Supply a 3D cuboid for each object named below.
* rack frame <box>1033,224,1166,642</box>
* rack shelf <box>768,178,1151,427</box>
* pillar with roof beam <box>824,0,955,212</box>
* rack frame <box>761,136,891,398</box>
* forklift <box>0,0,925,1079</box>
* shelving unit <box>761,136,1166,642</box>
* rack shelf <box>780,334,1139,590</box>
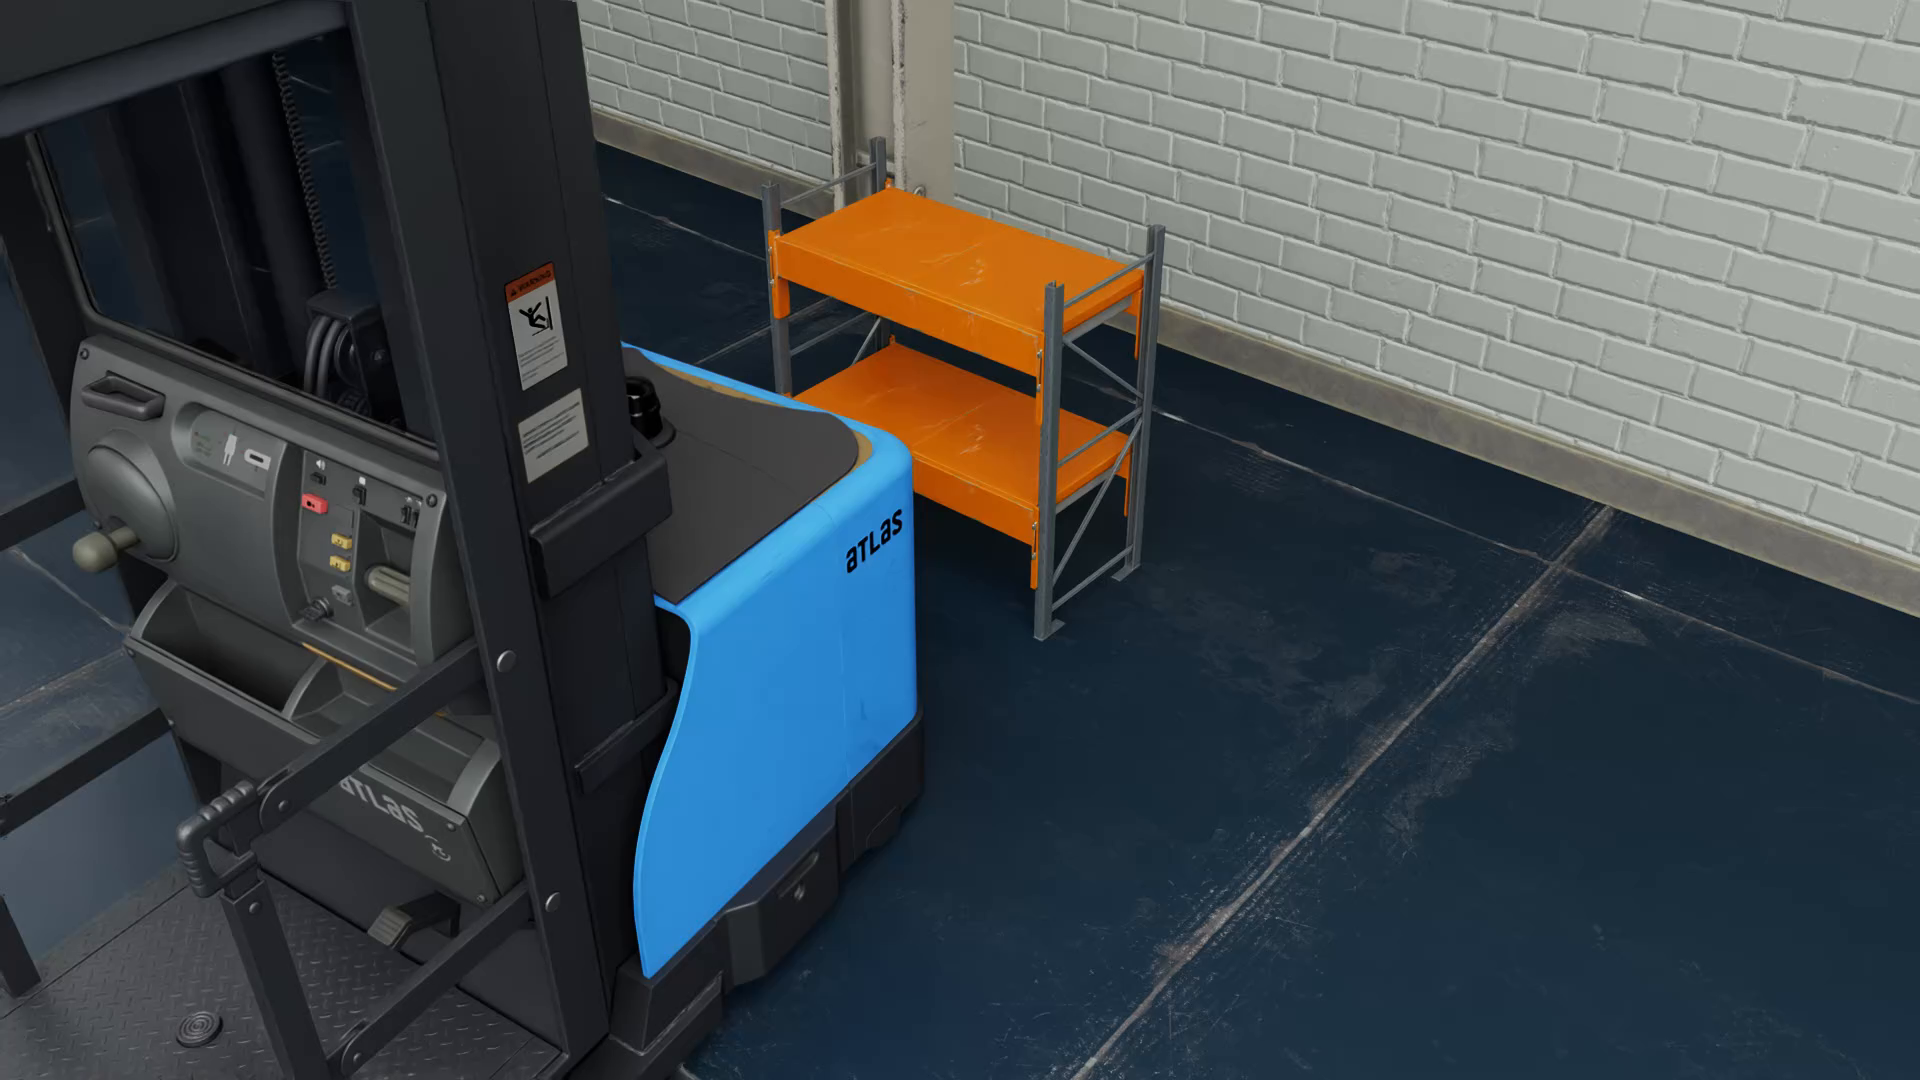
[{"bbox_3d":[0.385,-0.282,4.667,0.032,1.125,0.500,25,42,32],"label":"rack frame"},{"bbox_3d":[-0.005,-0.707,4.769,1.000,0.278,0.538,25,42,32],"label":"rack shelf"},{"bbox_3d":[-3.023,-2.983,1.645,0.400,9.000,9.100,25,42,32],"label":"pillar with roof beam"},{"bbox_3d":[-0.396,-0.650,5.203,0.032,1.125,0.500,25,42,32],"label":"rack frame"},{"bbox_3d":[-1.310,0.005,2.654,1.130,2.935,3.031,20,39,26],"label":"forklift"},{"bbox_3d":[-0.005,-0.466,4.935,1.048,1.125,0.538,25,42,32],"label":"shelving unit"},{"bbox_3d":[-0.005,-0.265,5.074,1.000,0.278,0.538,25,42,32],"label":"rack shelf"}]
